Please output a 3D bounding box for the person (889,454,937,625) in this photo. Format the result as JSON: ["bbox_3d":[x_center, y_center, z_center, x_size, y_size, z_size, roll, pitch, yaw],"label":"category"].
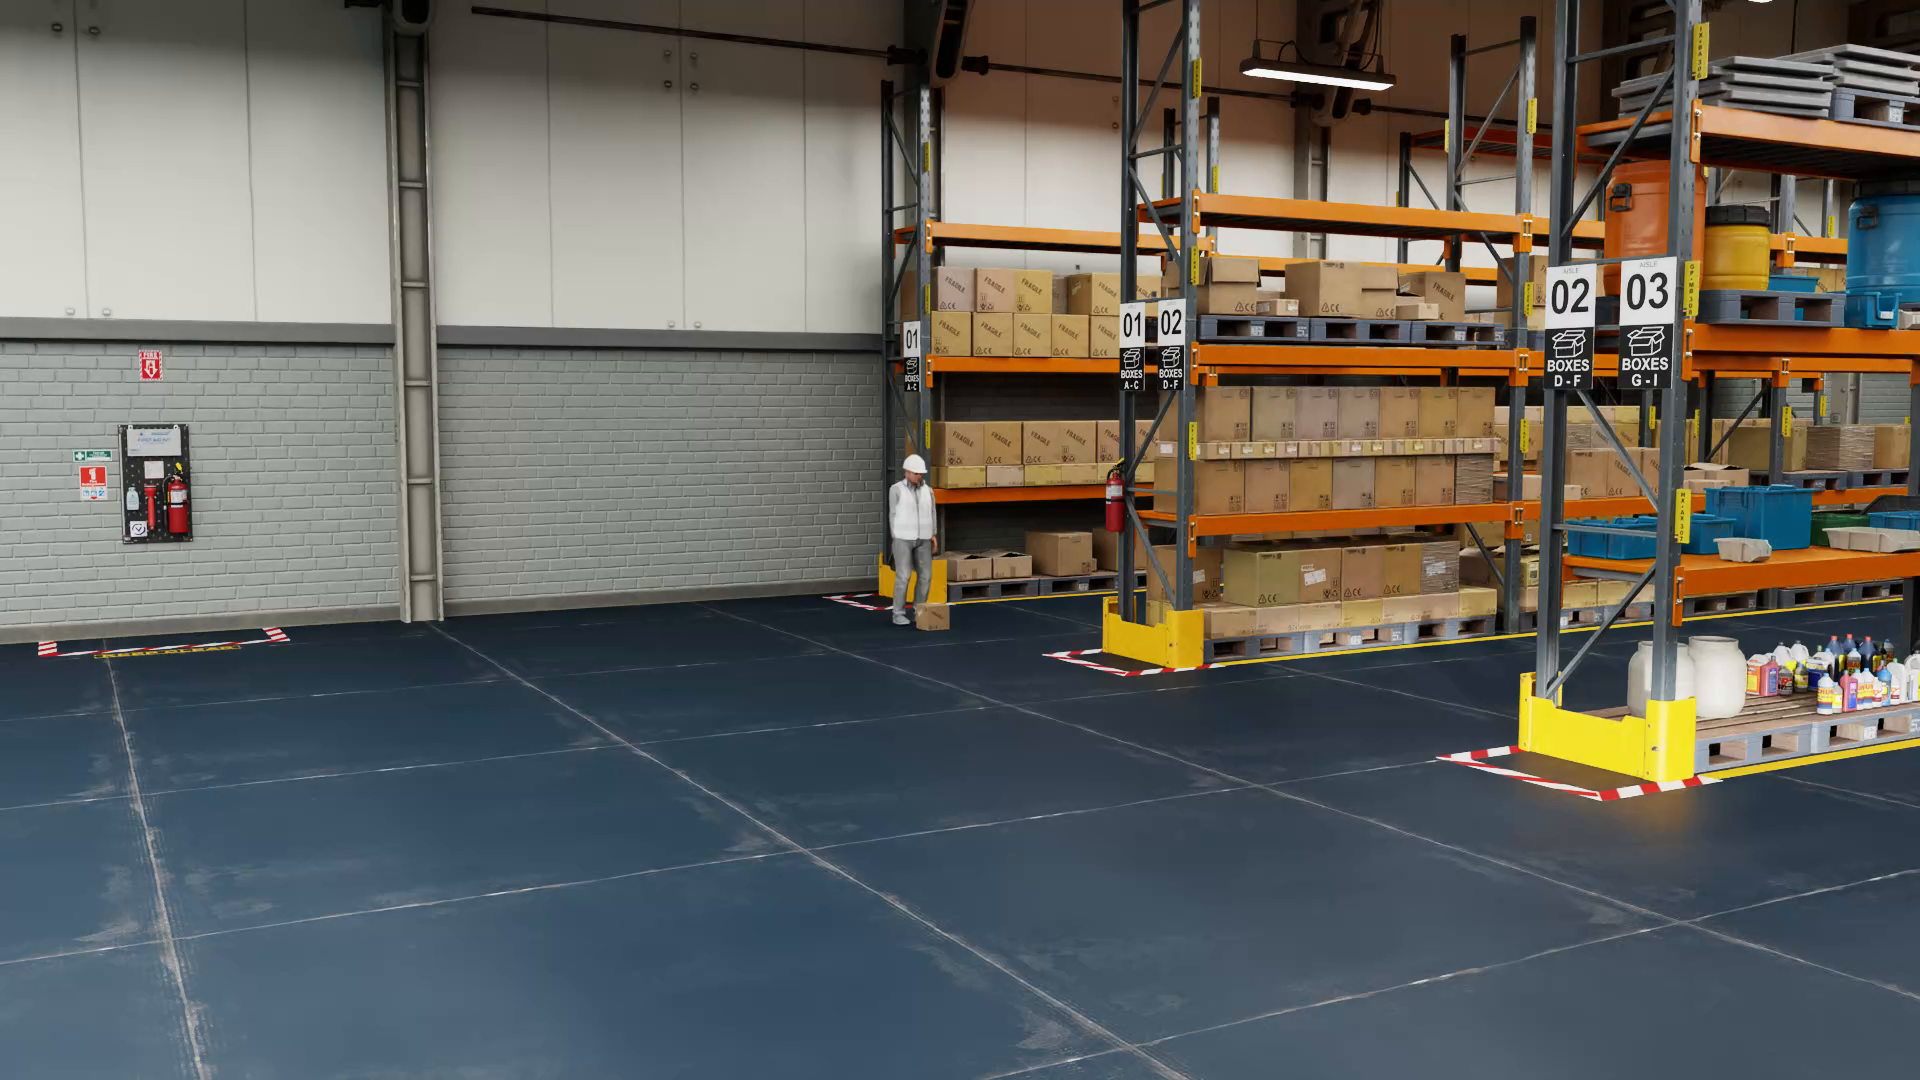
[{"bbox_3d":[-0.479,-0.007,17.260,0.535,1.762,0.360,-3,6,-28],"label":"person"}]
